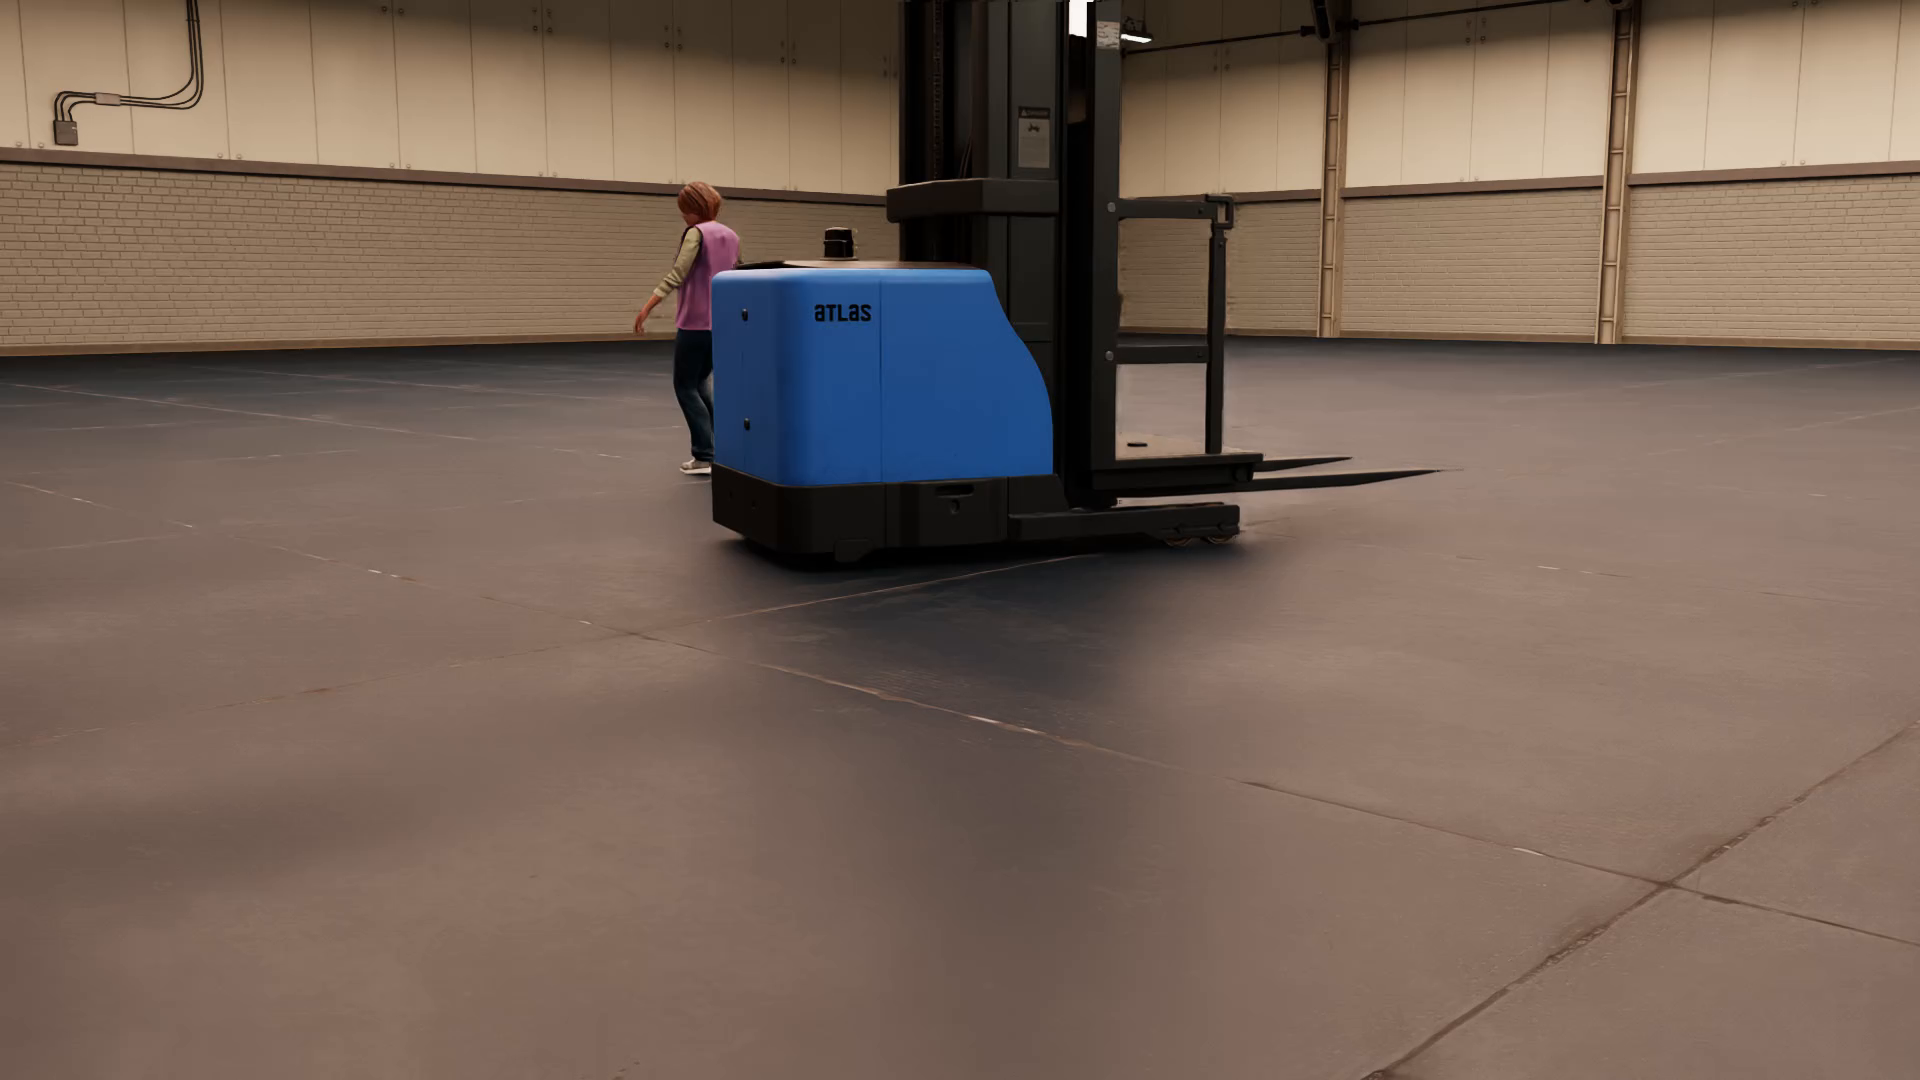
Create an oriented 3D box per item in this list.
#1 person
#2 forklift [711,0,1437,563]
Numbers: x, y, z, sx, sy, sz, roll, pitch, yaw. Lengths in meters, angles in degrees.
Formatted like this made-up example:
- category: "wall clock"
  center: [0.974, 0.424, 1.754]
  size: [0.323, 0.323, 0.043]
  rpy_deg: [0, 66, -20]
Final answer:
- category: "person"
  center: [-1.442, -1.130, 9.009]
  size: [0.420, 1.571, 0.686]
  rpy_deg: [7, 11, 38]
- category: "forklift"
  center: [0.559, -1.486, 6.742]
  size: [3.031, 2.935, 1.130]
  rpy_deg: [-4, 9, -23]
